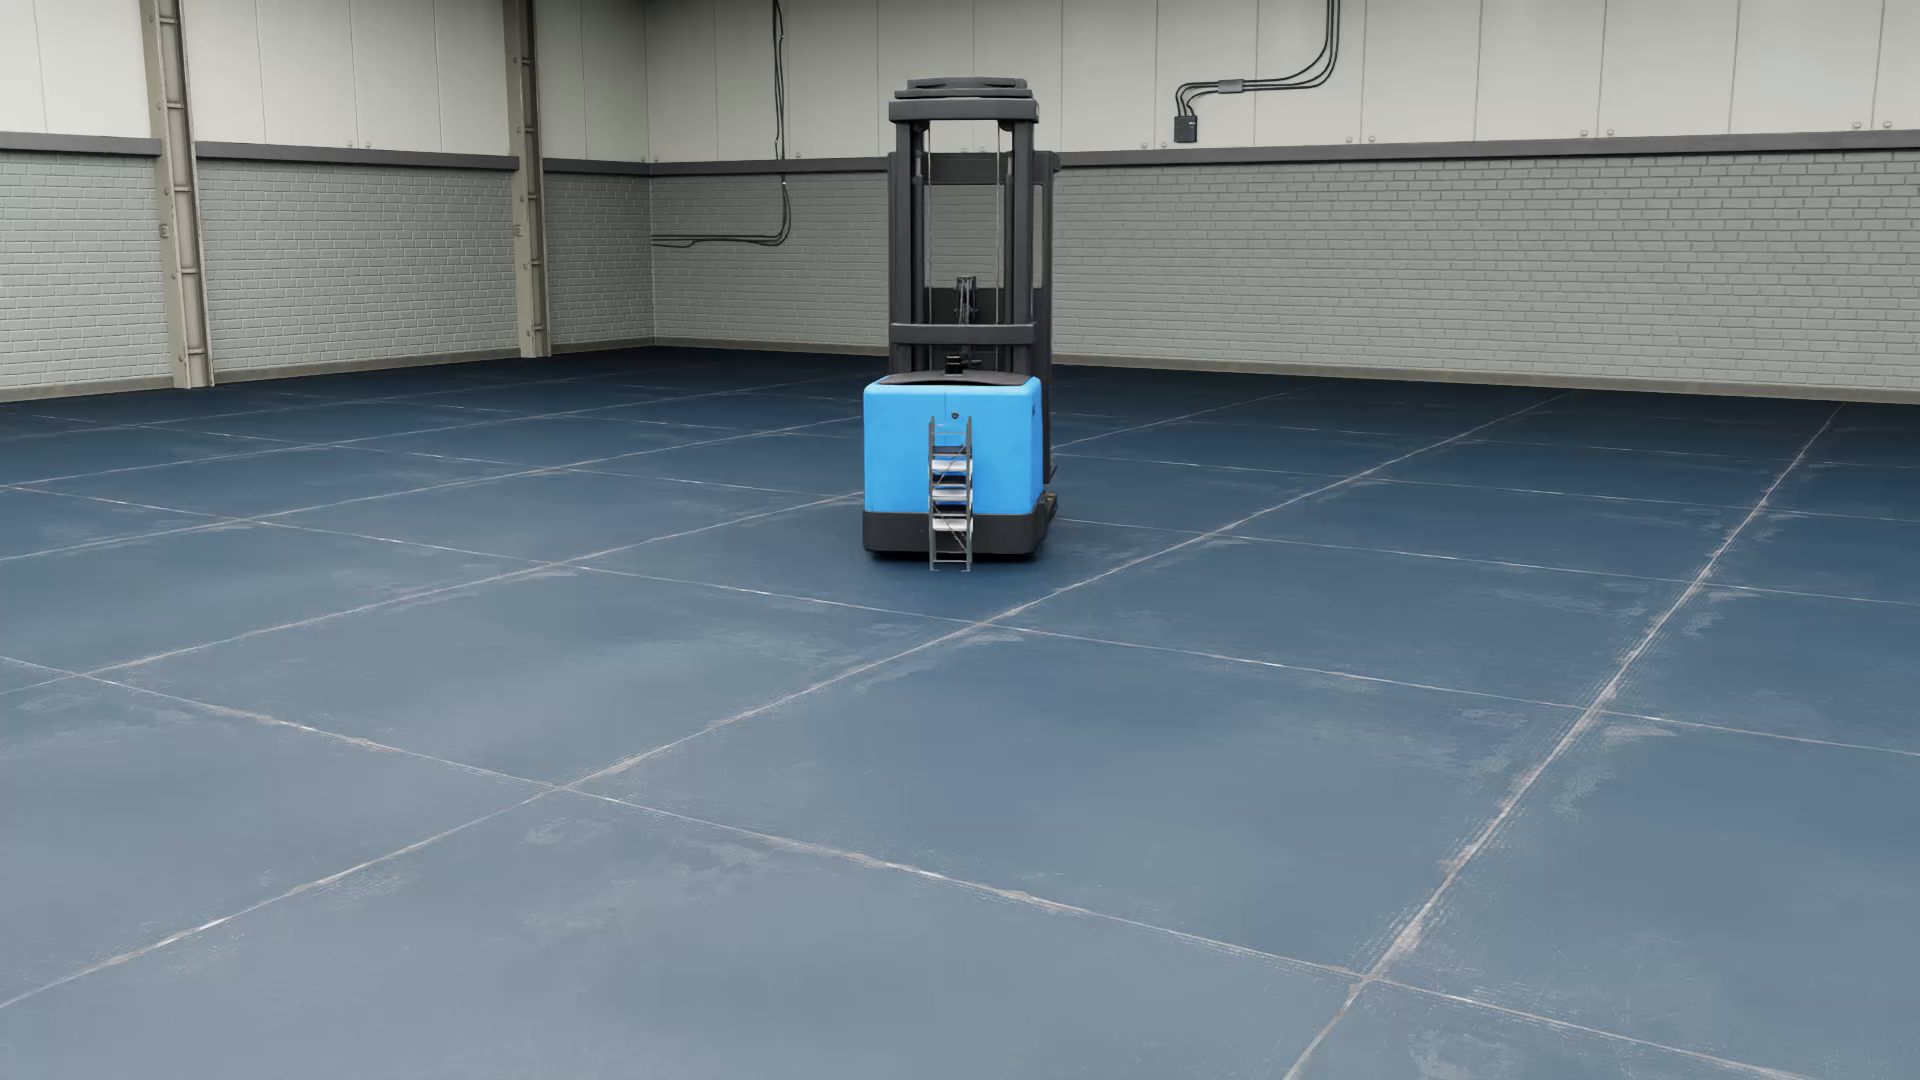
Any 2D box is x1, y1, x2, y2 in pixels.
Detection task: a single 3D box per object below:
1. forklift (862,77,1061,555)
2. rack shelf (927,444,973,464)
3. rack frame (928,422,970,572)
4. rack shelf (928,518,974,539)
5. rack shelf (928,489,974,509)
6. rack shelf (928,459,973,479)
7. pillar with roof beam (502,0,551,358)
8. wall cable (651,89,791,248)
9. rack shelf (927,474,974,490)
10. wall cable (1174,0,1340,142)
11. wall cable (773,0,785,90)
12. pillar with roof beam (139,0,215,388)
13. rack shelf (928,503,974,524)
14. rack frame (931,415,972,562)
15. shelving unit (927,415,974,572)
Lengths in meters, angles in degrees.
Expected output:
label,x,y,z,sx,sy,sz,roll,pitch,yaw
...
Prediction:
label,x,y,z,sx,sy,sz,roll,pitch,yaw
forklift,0.101,-1.572,11.300,1.130,2.935,3.031,1,11,7
rack shelf,-0.056,-0.505,9.798,0.258,0.077,0.200,1,15,4
rack frame,-0.062,-0.250,9.762,0.240,0.900,0.006,1,15,4
rack shelf,-0.054,-0.070,9.915,0.258,0.077,0.200,1,15,4
rack shelf,-0.055,-0.244,9.868,0.258,0.077,0.200,1,15,4
rack shelf,-0.056,-0.418,9.821,0.258,0.077,0.200,1,15,4
pillar with roof beam,-3.076,-6.932,23.441,9.100,9.000,0.400,6,12,31
wall cable,-4.096,-6.154,27.724,3.097,2.526,0.112,6,12,31
rack shelf,-0.055,-0.331,9.845,0.258,0.077,0.200,1,15,4
wall cable,4.009,-8.442,22.267,2.305,6.003,0.169,6,12,31
wall cable,-1.784,-8.378,25.879,3.097,2.526,0.112,6,12,31
pillar with roof beam,-6.192,-5.988,18.401,9.100,9.000,0.400,6,12,31
rack shelf,-0.054,-0.157,9.892,0.258,0.077,0.200,1,15,4
rack frame,-0.048,-0.303,9.957,0.240,0.900,0.006,1,15,4
shelving unit,-0.055,-0.276,9.860,0.258,0.900,0.210,1,15,4
